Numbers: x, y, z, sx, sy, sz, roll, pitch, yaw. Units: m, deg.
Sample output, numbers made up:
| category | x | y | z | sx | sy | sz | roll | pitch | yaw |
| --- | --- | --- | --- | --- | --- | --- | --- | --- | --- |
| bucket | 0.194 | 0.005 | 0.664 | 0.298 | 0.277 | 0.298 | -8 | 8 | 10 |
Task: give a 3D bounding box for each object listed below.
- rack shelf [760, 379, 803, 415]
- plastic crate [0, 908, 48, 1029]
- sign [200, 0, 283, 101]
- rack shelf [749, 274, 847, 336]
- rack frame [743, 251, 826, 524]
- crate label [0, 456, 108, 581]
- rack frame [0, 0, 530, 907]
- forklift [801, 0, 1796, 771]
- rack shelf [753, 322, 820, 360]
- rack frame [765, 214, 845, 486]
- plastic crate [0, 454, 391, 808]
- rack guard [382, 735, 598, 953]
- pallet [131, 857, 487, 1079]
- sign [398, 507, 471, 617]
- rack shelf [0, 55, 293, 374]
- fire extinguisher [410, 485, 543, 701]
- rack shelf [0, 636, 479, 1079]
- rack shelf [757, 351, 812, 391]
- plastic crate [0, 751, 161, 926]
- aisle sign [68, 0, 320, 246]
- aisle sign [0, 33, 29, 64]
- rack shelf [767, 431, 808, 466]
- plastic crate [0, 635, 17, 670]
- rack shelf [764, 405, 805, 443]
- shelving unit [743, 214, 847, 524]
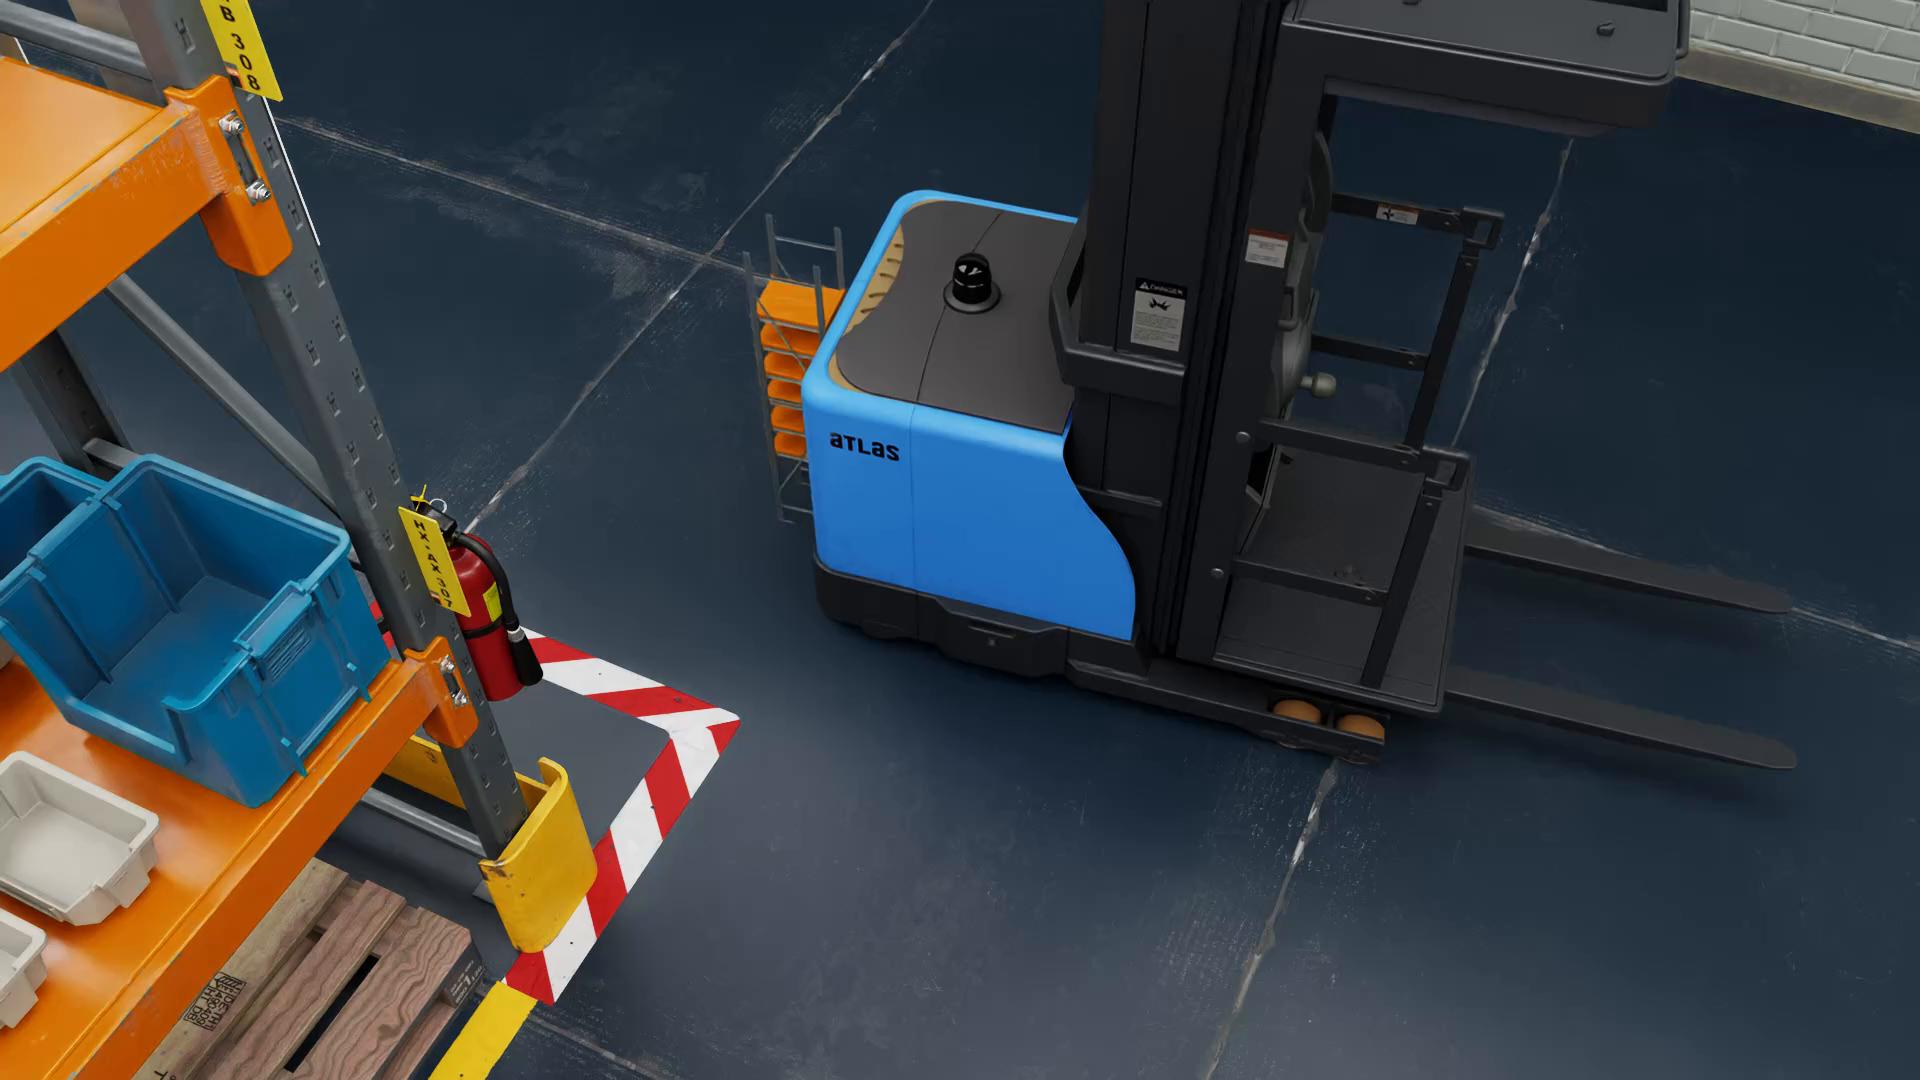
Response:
| category | x | y | z | sx | sy | sz | roll | pitch | yaw |
| --- | --- | --- | --- | --- | --- | --- | --- | --- | --- |
| rack shelf | -0.496 | -0.471 | 5.421 | 0.258 | 0.103 | 0.180 | 13 | 51 | 11 |
| plastic crate | -1.971 | 0.818 | 3.218 | 0.396 | 0.136 | 0.243 | 20 | 52 | 16 |
| sign | -1.145 | -0.834 | 2.589 | 0.100 | 0.325 | 0.005 | 20 | 52 | 16 |
| rack shelf | -0.497 | -0.705 | 5.147 | 0.258 | 0.103 | 0.180 | 13 | 51 | 11 |
| rack frame | -0.522 | -0.433 | 5.330 | 0.240 | 1.200 | 0.006 | 13 | 51 | 11 |
| crate label | -2.052 | 0.034 | 3.822 | 0.416 | 0.233 | 0.303 | 20 | 52 | 16 |
| rack frame | -1.649 | -0.063 | 3.834 | 1.000 | 3.000 | 0.127 | 20 | 52 | 16 |
| forklift | 1.104 | -0.711 | 4.431 | 3.031 | 2.935 | 1.130 | 13 | 51 | 11 |
| rack shelf | -0.496 | -0.627 | 5.238 | 0.258 | 0.103 | 0.180 | 13 | 51 | 11 |
| rack frame | -0.469 | -0.566 | 5.444 | 0.240 | 1.200 | 0.006 | 13 | 51 | 11 |
| plastic crate | -1.623 | 0.197 | 3.550 | 0.616 | 0.435 | 0.499 | 20 | 52 | 16 |
| rack guard | -1.650 | 0.726 | 4.804 | 1.175 | 0.500 | 0.348 | 20 | 52 | 16 |
| pallet | -2.036 | 1.395 | 4.424 | 1.003 | 0.211 | 1.213 | 20 | 52 | 16 |
| sign | -1.145 | 0.051 | 3.630 | 0.100 | 0.325 | 0.005 | 20 | 52 | 16 |
| rack shelf | -2.503 | 0.575 | 1.794 | 1.077 | 0.370 | 4.000 | 20 | 52 | 16 |
| fire extinguisher | -1.174 | 0.126 | 3.969 | 0.296 | 0.674 | 0.183 | 20 | 52 | 16 |
| rack shelf | -2.503 | 1.547 | 2.937 | 1.077 | 0.370 | 4.000 | 20 | 52 | 16 |
| rack shelf | -0.496 | -0.549 | 5.329 | 0.258 | 0.103 | 0.180 | 13 | 51 | 11 |
| plastic crate | -1.834 | 0.623 | 3.384 | 0.396 | 0.136 | 0.243 | 20 | 52 | 16 |
| aisle sign | -1.353 | -0.860 | 2.805 | 0.394 | 0.787 | 0.004 | 20 | 52 | 16 |
| aisle sign | -1.887 | -1.052 | 2.969 | 0.394 | 0.787 | 0.004 | 20 | 52 | 16 |
| rack shelf | -0.495 | -0.315 | 5.603 | 0.258 | 0.103 | 0.180 | 13 | 51 | 11 |
| plastic crate | -2.264 | 0.259 | 3.694 | 0.250 | 0.136 | 0.298 | 20 | 52 | 16 |
| rack shelf | -0.495 | -0.393 | 5.512 | 0.258 | 0.103 | 0.180 | 13 | 51 | 11 |
| shelving unit | -0.496 | -0.500 | 5.387 | 0.258 | 1.200 | 0.189 | 13 | 51 | 11 |
